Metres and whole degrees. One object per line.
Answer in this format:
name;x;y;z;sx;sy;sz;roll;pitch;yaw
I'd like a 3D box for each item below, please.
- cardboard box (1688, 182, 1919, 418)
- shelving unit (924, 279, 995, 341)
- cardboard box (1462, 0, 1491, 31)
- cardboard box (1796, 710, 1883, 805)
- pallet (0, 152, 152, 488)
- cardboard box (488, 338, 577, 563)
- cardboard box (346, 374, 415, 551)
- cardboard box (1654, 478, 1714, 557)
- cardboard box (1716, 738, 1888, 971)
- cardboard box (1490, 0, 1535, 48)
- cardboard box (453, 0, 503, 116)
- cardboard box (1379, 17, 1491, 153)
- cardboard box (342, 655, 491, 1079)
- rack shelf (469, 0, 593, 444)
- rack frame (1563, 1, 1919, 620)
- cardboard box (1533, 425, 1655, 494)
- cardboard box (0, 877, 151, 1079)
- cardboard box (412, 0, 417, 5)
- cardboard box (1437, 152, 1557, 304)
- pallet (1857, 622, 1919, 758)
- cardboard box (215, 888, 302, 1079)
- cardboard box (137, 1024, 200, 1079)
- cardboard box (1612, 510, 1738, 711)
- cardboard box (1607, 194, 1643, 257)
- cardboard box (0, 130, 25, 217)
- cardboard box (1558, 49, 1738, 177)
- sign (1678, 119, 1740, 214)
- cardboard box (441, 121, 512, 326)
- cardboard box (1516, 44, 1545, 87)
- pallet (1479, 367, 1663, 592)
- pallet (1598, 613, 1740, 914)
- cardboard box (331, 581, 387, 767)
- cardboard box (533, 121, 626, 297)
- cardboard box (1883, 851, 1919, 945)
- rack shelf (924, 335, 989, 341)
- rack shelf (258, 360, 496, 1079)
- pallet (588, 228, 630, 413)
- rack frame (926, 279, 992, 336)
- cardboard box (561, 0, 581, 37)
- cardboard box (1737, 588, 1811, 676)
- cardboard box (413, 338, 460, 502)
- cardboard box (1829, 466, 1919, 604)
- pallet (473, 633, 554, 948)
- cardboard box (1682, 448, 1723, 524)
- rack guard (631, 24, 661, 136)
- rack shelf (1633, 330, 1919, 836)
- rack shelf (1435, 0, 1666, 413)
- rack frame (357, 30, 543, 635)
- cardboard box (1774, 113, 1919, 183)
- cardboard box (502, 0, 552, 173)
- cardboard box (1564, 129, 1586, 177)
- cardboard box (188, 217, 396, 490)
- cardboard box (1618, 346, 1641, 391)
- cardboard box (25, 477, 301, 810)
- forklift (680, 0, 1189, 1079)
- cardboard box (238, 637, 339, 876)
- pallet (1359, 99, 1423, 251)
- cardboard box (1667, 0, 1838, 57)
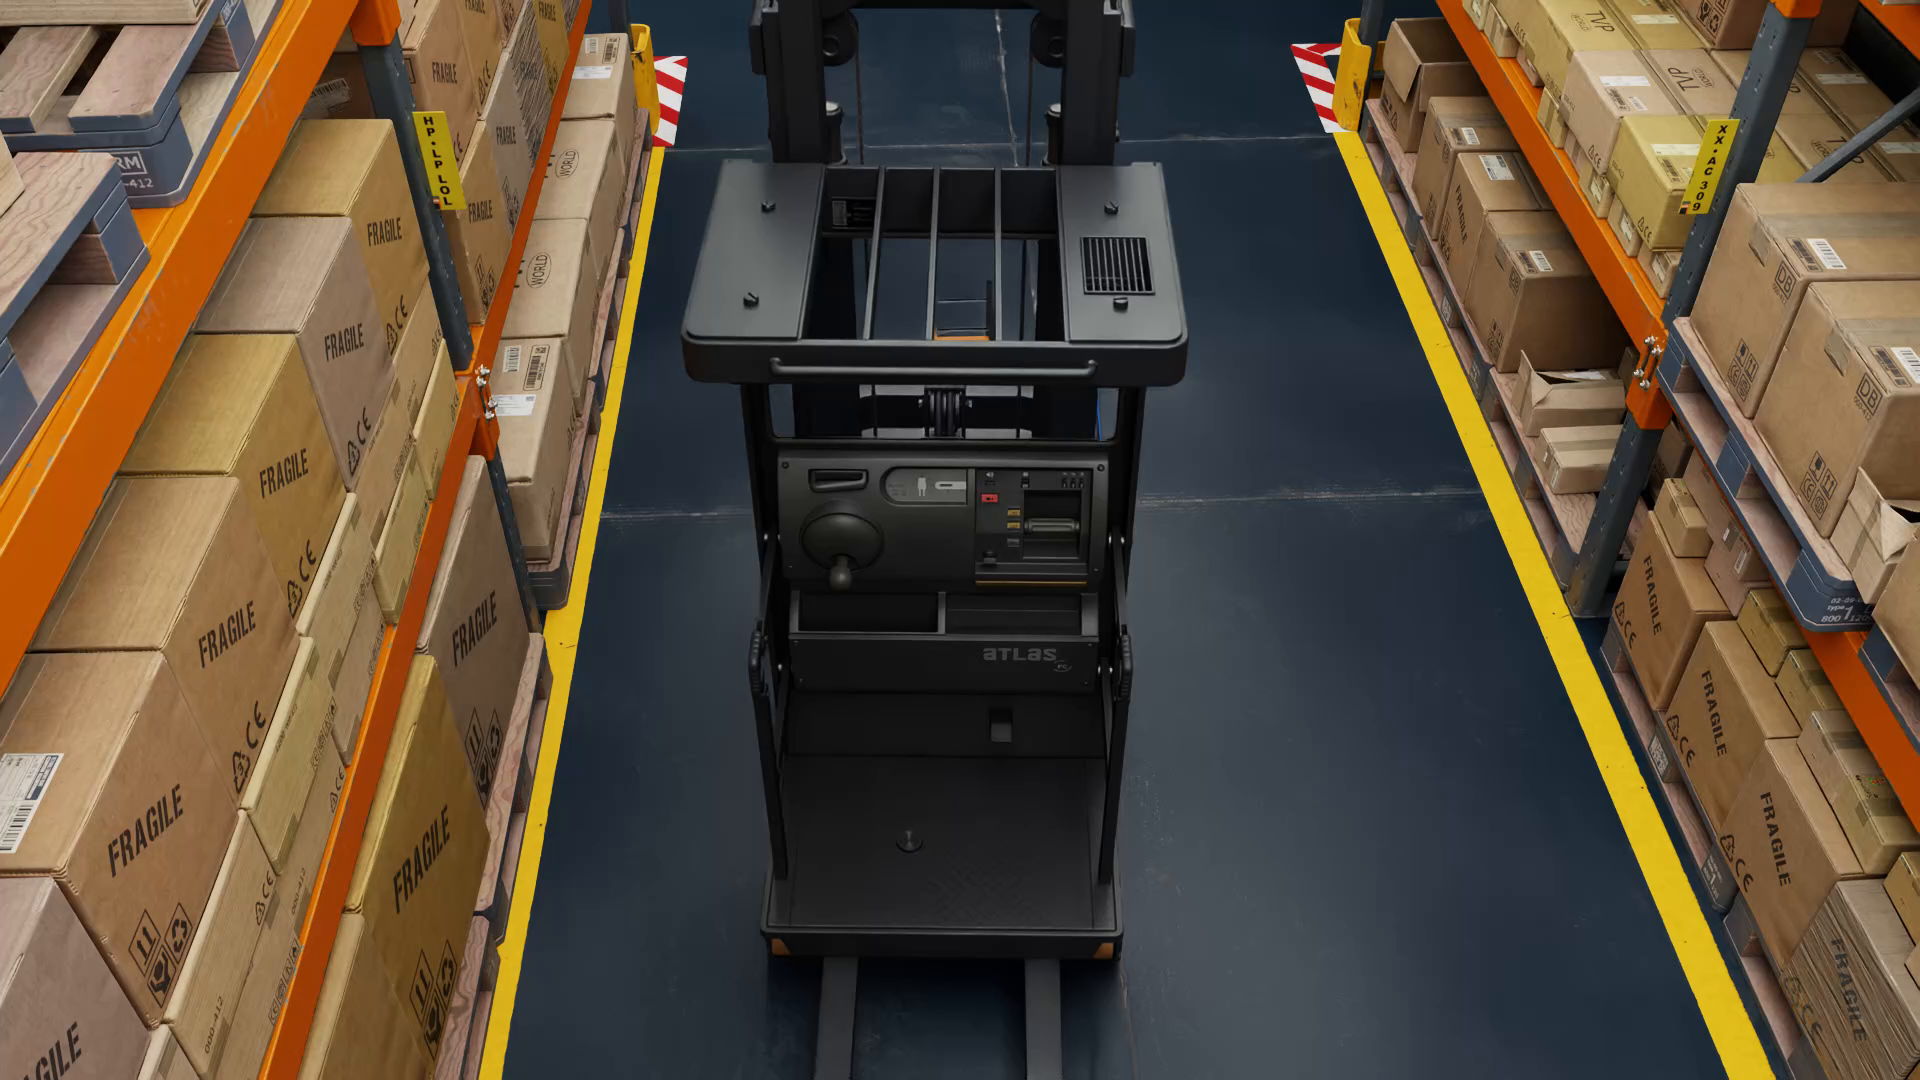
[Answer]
cardboard box;2.659;-0.713;4.923;0.700;0.500;0.500;-1;43;-1
shelving unit;0.001;-0.433;6.334;0.258;1.200;0.189;-2;43;-2
cardboard box;2.437;-2.361;7.292;0.380;0.149;0.250;-3;43;-3
cardboard box;2.721;0.635;4.896;0.380;0.149;0.250;-2;43;-2
pallet;-2.058;-0.233;2.704;1.003;0.211;1.213;0;43;0
cardboard box;-2.016;-0.346;6.493;0.875;0.438;0.875;-2;43;-2
cardboard box;-1.807;-0.210;4.501;0.500;0.250;0.500;-1;43;-1
cardboard box;2.611;-0.077;5.673;0.380;0.149;0.250;0;43;0
cardboard box;2.707;0.942;5.042;0.500;0.500;0.500;-3;43;-3
cardboard box;2.532;-2.268;6.895;0.500;0.250;0.500;-3;43;-3
cardboard box;-1.891;-1.784;5.663;0.500;0.500;0.500;-2;43;-2
cardboard box;2.623;-2.373;8.656;0.797;0.503;0.637;-3;43;-3
cardboard box;-1.945;0.945;4.761;0.875;0.875;0.875;-1;43;-1
rack shelf;-2.182;-1.794;7.020;1.077;0.370;4.000;-2;43;-2
rack frame;2.862;-0.854;5.462;1.000;3.000;0.127;-2;43;-2
cardboard box;2.545;-0.326;6.685;0.380;0.149;0.250;-3;43;-3
cardboard box;-1.735;0.911;2.722;0.500;0.500;0.500;-1;43;-2
cardboard box;-1.878;-1.747;5.142;0.380;0.149;0.250;-1;43;-1
cardboard box;2.543;-1.434;7.634;0.500;0.500;0.500;-1;43;-1
pallet;2.945;0.604;4.013;1.003;0.211;1.213;-2;43;-2
cardboard box;-1.753;1.008;3.541;0.500;0.250;0.500;0;43;0
cardboard box;-1.723;1.164;3.001;0.500;0.250;0.500;-1;43;-1
cardboard box;2.658;0.245;5.801;0.500;0.500;0.500;0;43;0
cardboard box;2.563;-1.145;5.965;0.380;0.149;0.250;-1;43;-1
cardboard box;-1.867;-0.611;2.839;0.380;0.166;0.250;2;43;2
cardboard box;2.561;-1.583;6.148;0.500;0.250;0.500;-2;43;-2
sign;2.320;-1.153;5.147;0.100;0.325;0.005;-2;43;-2
cardboard box;-1.855;-1.070;5.624;0.500;0.500;0.500;0;43;0
cardboard box;2.548;-2.012;6.911;0.380;0.149;0.250;-2;43;-2
pallet;2.834;-0.290;6.910;1.003;0.211;1.213;-2;43;-2
pallet;2.934;0.722;5.806;1.003;0.211;1.213;-2;43;-2
cardboard box;-1.803;0.327;4.285;0.500;0.250;0.500;-3;43;-3
cardboard box;-2.092;-1.560;7.817;0.875;0.438;0.875;-1;43;-1
cardboard box;2.770;0.984;4.515;0.380;0.149;0.250;-1;43;-2
rack shelf;0.001;-0.665;6.121;0.258;0.103;0.180;-2;43;-2
rack shelf;-2.012;0.906;4.074;1.077;0.370;4.000;-2;43;-2
pallet;-2.106;-1.022;7.709;1.003;0.211;1.213;-2;43;-2
rack frame;-0.003;-0.494;6.401;0.240;1.200;0.006;-2;43;-2
cardboard box;-1.944;-2.442;7.120;0.500;0.500;0.500;-1;43;-1
cardboard box;2.723;0.281;5.283;0.380;0.149;0.250;-4;43;-4
cardboard box;-1.826;-0.358;5.032;0.500;0.250;0.500;-3;43;-3
cardboard box;2.538;-0.011;4.330;0.396;0.266;0.258;0;43;0
pallet;-1.989;0.837;5.680;1.003;0.211;1.213;-2;43;-2
cardboard box;2.672;-0.188;5.574;0.380;0.149;0.250;-2;43;-3
rack guard;-2.268;-2.504;9.112;1.175;0.500;0.348;-2;43;-2
rack shelf;2.947;0.761;4.232;1.077;0.370;4.000;-2;43;-2
rack shelf;2.777;-1.939;7.178;1.077;0.370;4.000;-2;43;-2
rack frame;-2.097;-0.709;5.304;1.000;3.000;0.127;-2;43;-2
cardboard box;3.111;-1.251;5.785;0.500;0.250;0.500;-2;43;-2
cardboard box;-1.887;-1.746;6.361;0.500;0.500;0.500;-1;43;-2
cardboard box;2.544;-1.497;6.350;0.380;0.149;0.250;-1;43;-1
cardboard box;-1.798;-0.471;4.230;0.500;0.500;0.500;-1;43;-1
cardboard box;3.052;-0.704;7.097;0.380;0.149;0.250;-2;43;-2
cardboard box;-1.759;0.221;3.475;0.500;0.500;0.500;-1;43;-1
forklift;-0.049;0.032;4.546;1.130;2.935;3.031;1;43;1
cardboard box;-1.740;0.484;3.743;0.500;0.250;0.500;-1;43;-1
pallet;2.730;-1.937;8.707;1.003;0.211;1.213;-2;43;-2
cardboard box;3.063;-1.937;6.535;0.500;0.250;0.500;-1;43;-1
